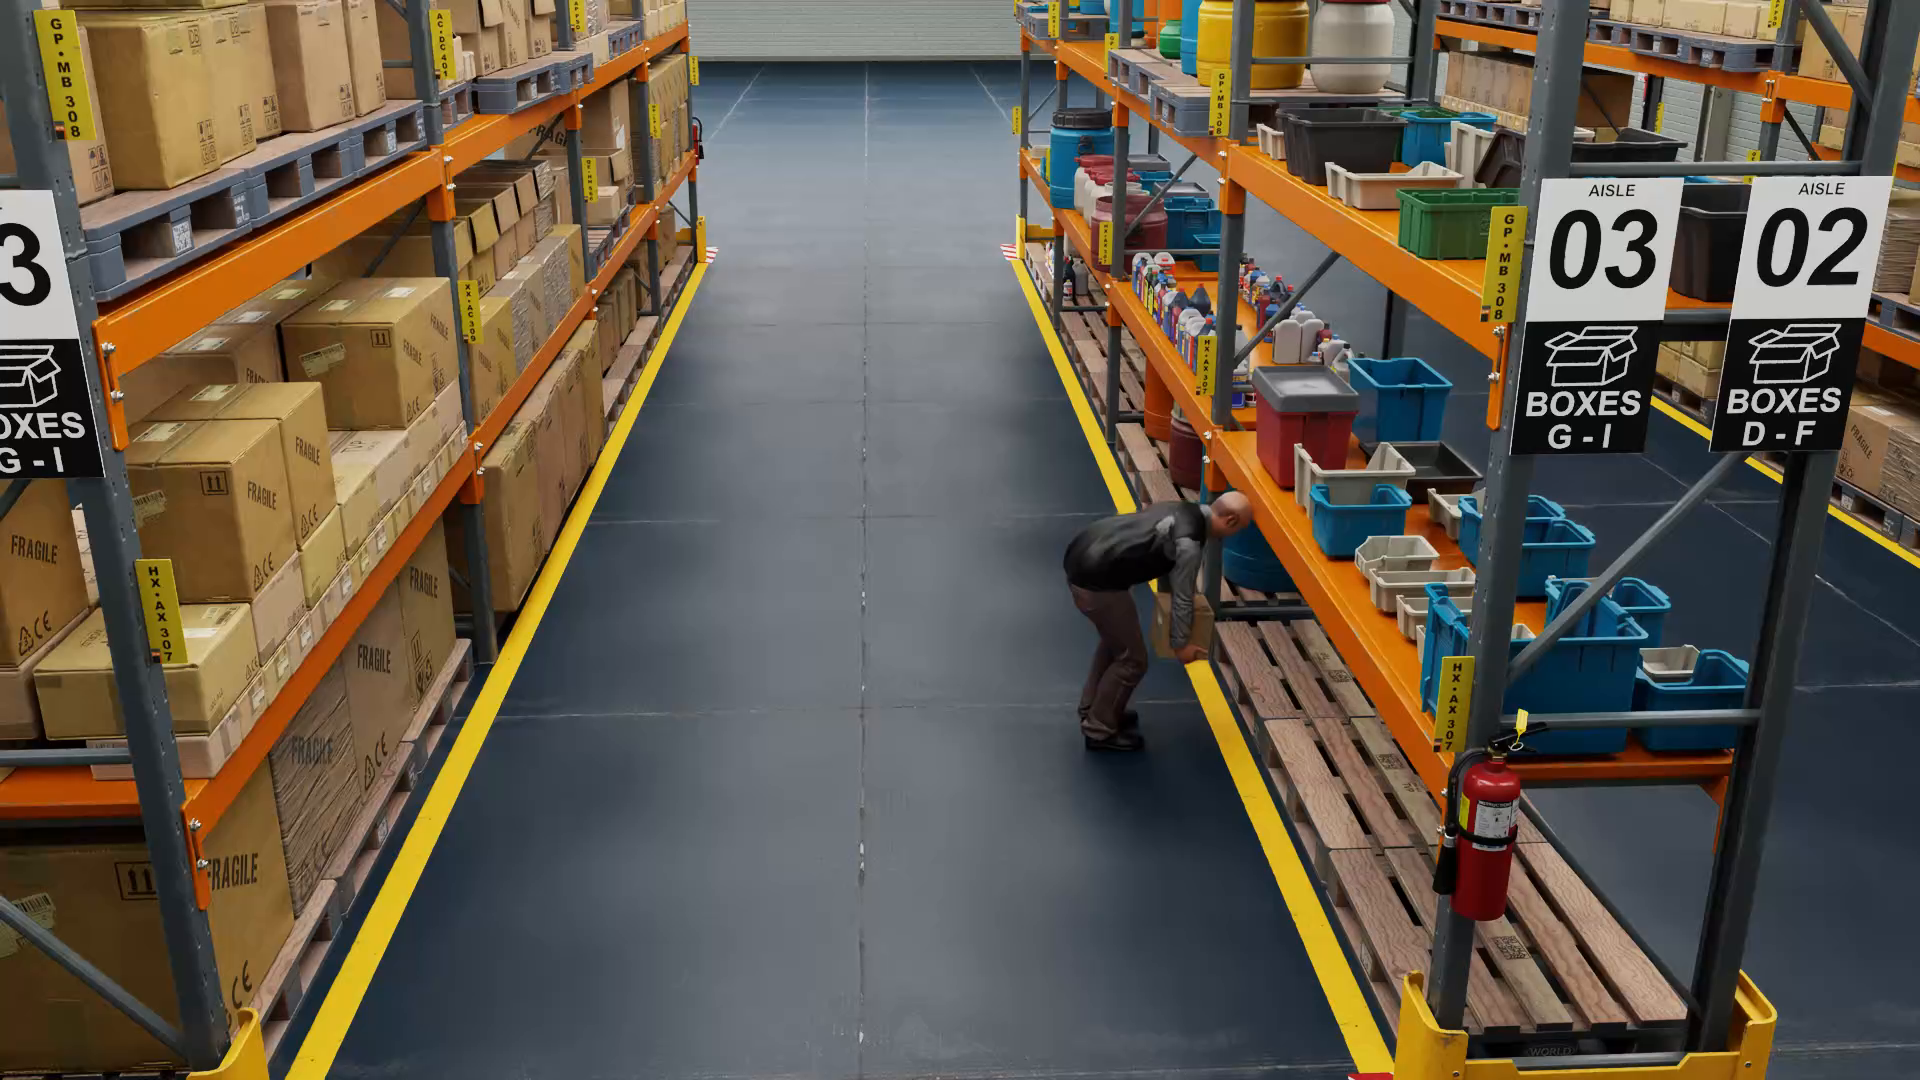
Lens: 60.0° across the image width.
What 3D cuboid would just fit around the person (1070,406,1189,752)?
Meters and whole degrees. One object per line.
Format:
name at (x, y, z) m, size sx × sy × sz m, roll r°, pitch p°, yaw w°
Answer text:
person at (0.819, 0.174, 8.150) m, size 0.554 × 1.716 × 0.495 m, roll -1°, pitch 20°, yaw -2°
